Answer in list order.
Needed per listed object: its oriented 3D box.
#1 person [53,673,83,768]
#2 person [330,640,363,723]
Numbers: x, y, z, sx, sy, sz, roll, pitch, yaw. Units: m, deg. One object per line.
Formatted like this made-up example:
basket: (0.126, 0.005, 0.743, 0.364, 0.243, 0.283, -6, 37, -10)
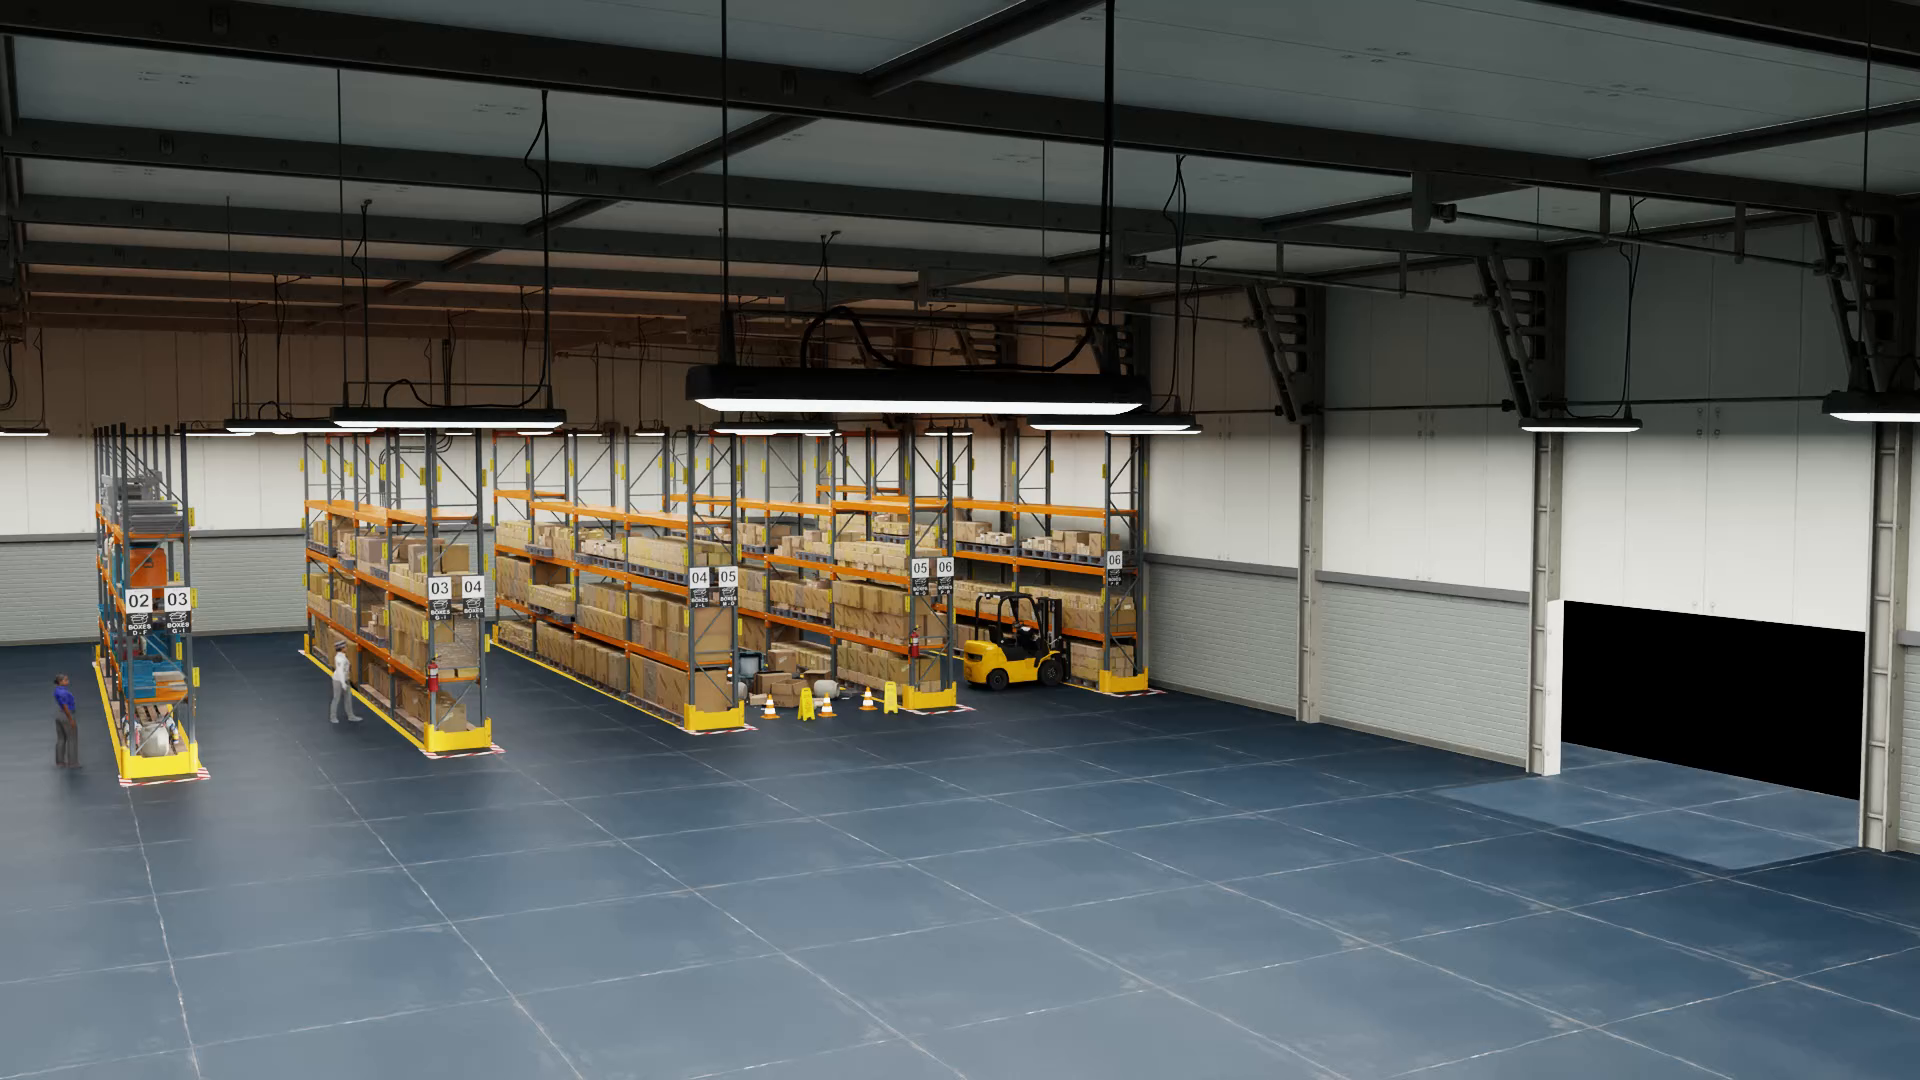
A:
person: (-15.529, 3.133, 28.948, 0.531, 1.652, 0.389, 3, 4, 37)
person: (-12.462, 2.852, 33.608, 0.590, 1.672, 0.504, 0, 3, 5)
